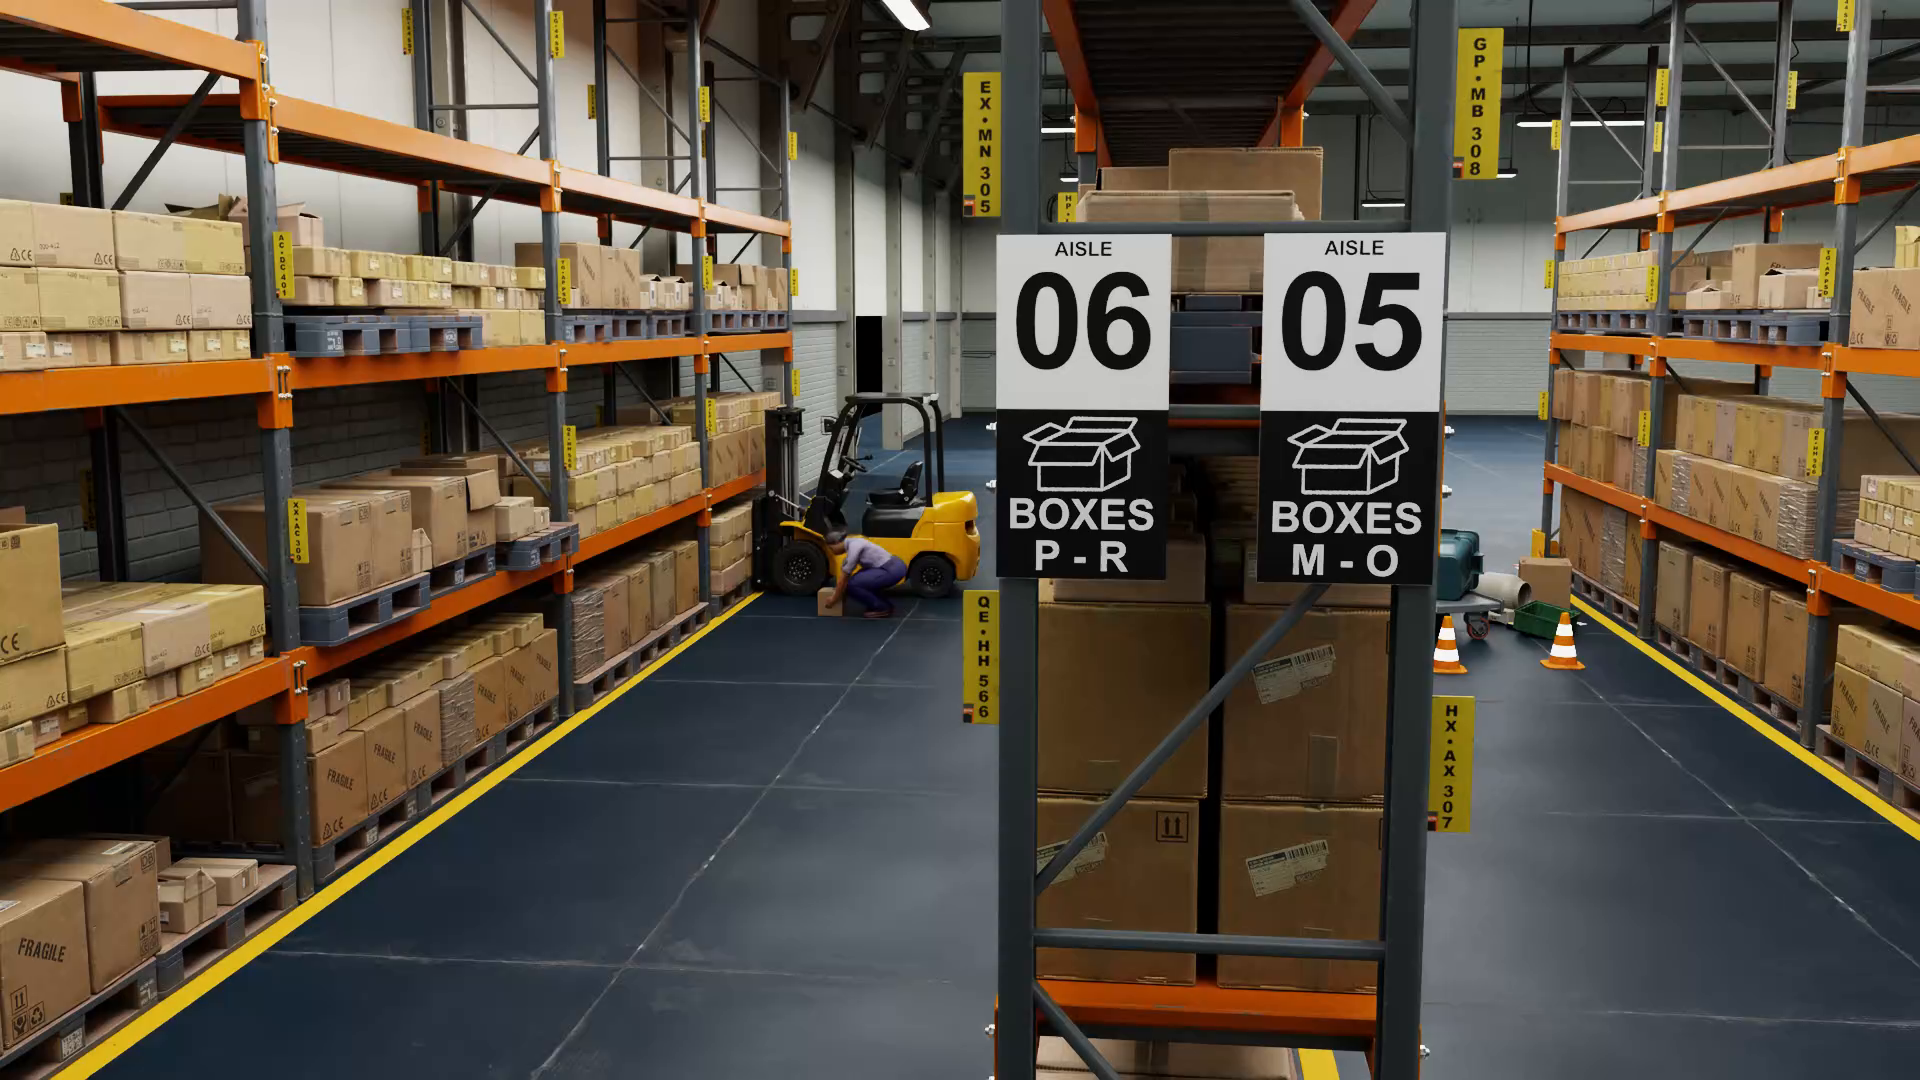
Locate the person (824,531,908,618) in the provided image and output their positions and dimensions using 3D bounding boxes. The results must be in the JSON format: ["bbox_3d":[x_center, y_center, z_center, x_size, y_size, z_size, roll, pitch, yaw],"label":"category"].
[{"bbox_3d":[-0.953,0.335,16.815,0.828,0.869,0.524,1,8,6],"label":"person"}]
